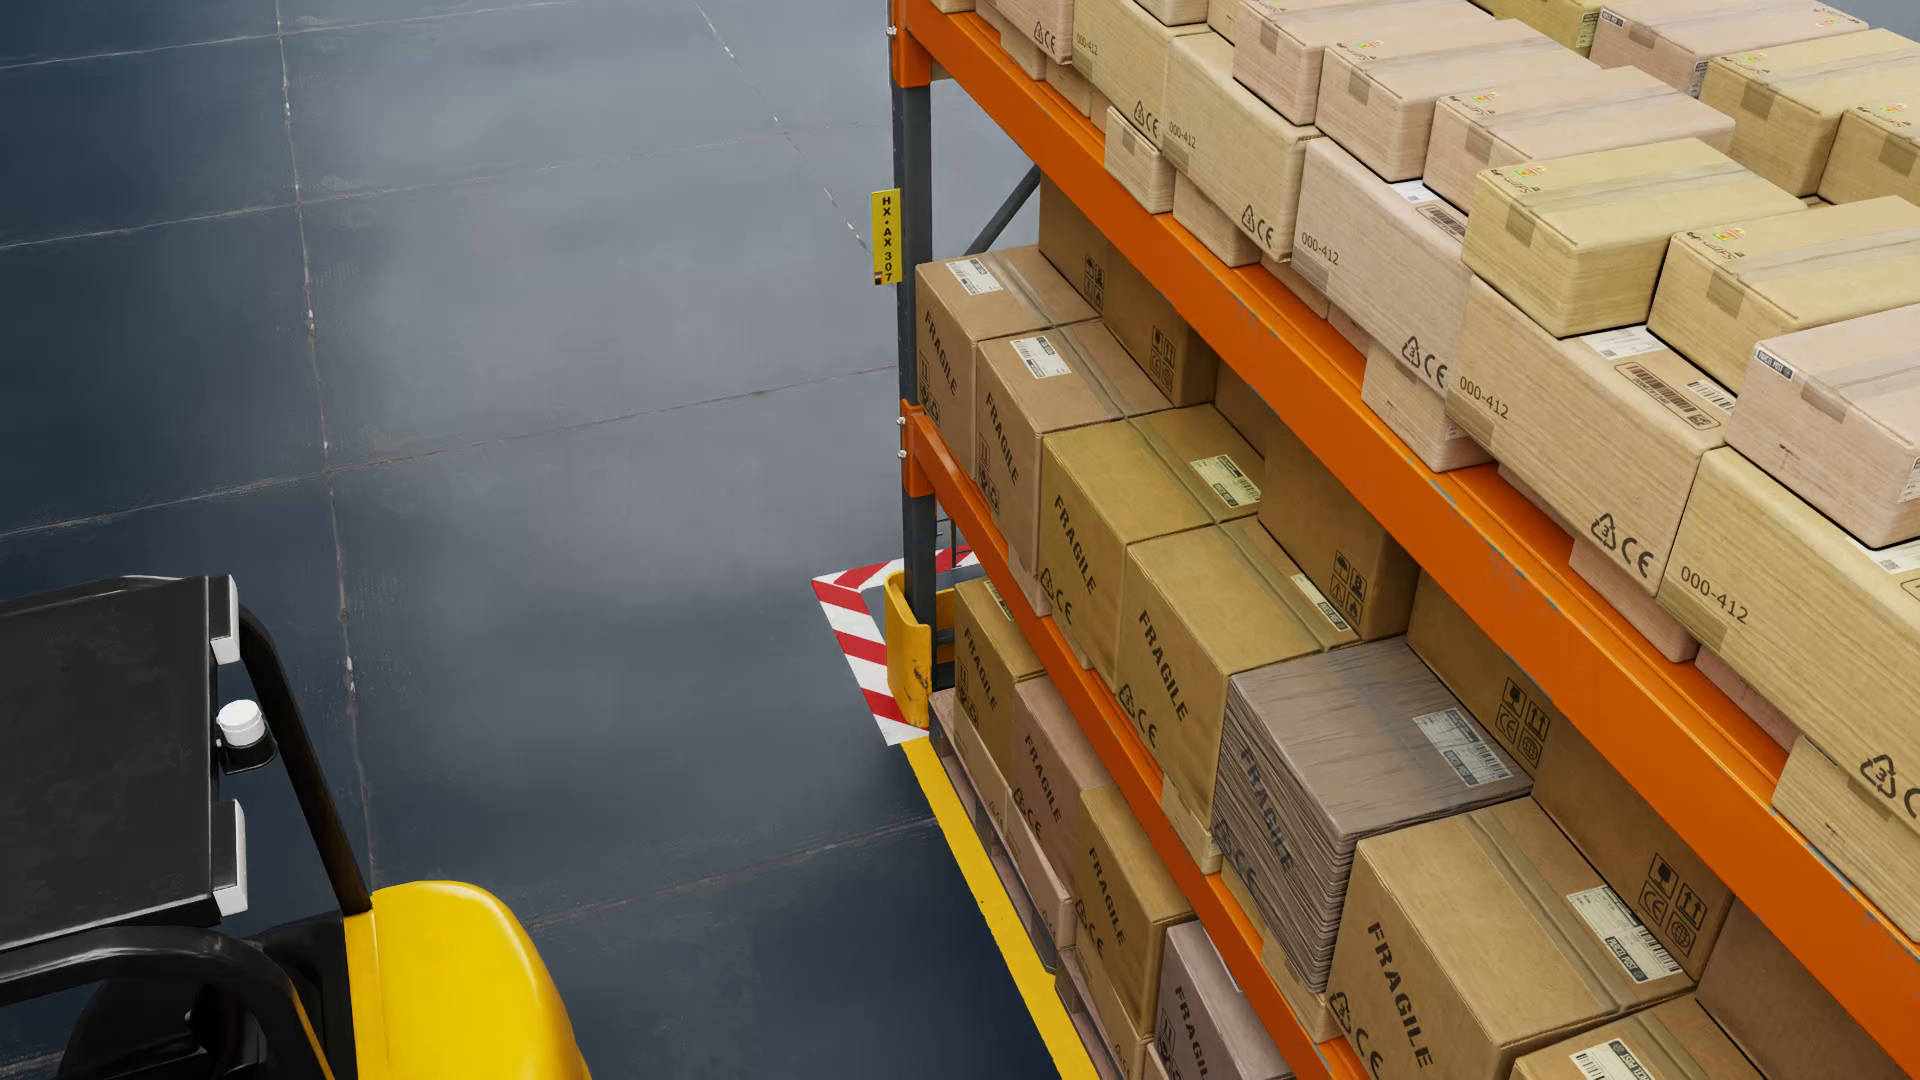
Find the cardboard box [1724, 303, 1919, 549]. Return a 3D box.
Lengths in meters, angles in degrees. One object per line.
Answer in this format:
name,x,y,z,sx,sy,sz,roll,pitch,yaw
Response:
cardboard box,1.180,-0.156,2.017,0.380,0.149,0.250,-13,39,-17

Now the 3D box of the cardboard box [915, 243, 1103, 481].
cardboard box,0.182,-0.568,5.181,0.500,0.500,0.500,-13,39,-17

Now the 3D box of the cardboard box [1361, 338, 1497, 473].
cardboard box,0.920,-0.272,2.833,0.380,0.149,0.250,-11,38,-15

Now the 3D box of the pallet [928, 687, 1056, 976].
pallet,0.552,0.889,5.895,1.003,0.211,1.213,-12,39,-16

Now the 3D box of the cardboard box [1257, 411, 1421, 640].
cardboard box,1.140,-0.184,3.840,0.700,0.500,0.500,-13,39,-16

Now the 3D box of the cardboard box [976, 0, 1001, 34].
cardboard box,0.263,-1.448,4.394,0.380,0.149,0.250,-14,39,-17

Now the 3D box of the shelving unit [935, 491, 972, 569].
shelving unit,0.018,-0.389,6.894,0.215,1.050,0.252,-12,39,-16

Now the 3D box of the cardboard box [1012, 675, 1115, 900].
cardboard box,0.490,0.717,5.117,0.500,0.500,0.500,-14,39,-18

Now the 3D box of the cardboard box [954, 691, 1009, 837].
cardboard box,0.297,0.709,5.752,0.500,0.250,0.500,-13,39,-16

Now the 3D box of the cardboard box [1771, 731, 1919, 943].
cardboard box,1.260,0.312,2.058,0.380,0.149,0.250,-12,39,-16

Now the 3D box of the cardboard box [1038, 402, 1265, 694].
cardboard box,0.540,0.012,4.411,0.500,0.500,0.500,-13,39,-17

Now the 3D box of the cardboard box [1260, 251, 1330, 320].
cardboard box,0.818,-0.581,3.243,0.380,0.149,0.250,-13,39,-16

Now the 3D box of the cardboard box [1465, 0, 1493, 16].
cardboard box,1.239,-0.897,3.332,0.500,0.250,0.500,-12,39,-16

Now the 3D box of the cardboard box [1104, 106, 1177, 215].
cardboard box,0.537,-0.848,3.599,0.380,0.149,0.250,-12,39,-15

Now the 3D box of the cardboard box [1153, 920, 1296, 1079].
cardboard box,0.847,1.303,4.340,0.500,0.500,0.500,-10,38,-14

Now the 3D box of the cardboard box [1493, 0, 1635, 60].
cardboard box,1.241,-0.998,3.134,0.380,0.149,0.250,-12,39,-15

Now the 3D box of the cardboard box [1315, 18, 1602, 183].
cardboard box,0.832,-0.744,2.797,0.380,0.149,0.250,-12,39,-15

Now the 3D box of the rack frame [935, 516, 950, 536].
rack frame,-0.024,-0.458,6.986,0.200,1.050,0.008,-12,39,-16

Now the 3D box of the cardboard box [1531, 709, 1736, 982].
cardboard box,1.553,0.381,3.090,0.700,0.500,0.500,-12,39,-16

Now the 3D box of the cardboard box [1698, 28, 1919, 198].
cardboard box,1.456,-0.712,2.755,0.380,0.149,0.250,-14,39,-17

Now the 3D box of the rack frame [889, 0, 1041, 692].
rack frame,0.279,-0.734,5.732,1.000,3.000,0.127,-12,39,-16

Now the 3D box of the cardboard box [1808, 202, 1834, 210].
cardboard box,1.575,-0.326,2.574,0.500,0.250,0.500,-13,39,-16

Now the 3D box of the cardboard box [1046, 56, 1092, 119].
cardboard box,0.430,-1.156,4.007,0.380,0.149,0.250,-13,39,-16

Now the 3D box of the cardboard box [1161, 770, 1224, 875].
cardboard box,0.724,0.645,4.109,0.380,0.149,0.250,-12,39,-16

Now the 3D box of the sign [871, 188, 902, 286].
sign,-0.230,-0.968,5.322,0.100,0.325,0.005,-12,39,-16

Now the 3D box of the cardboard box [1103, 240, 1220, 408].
cardboard box,0.827,-0.762,4.607,0.700,0.500,0.500,-12,39,-16

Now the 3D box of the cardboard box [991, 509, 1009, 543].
cardboard box,0.317,-0.093,5.089,0.380,0.149,0.250,-14,39,-17

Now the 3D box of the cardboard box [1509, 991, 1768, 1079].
cardboard box,1.269,1.167,2.877,0.500,0.500,0.500,-13,39,-17

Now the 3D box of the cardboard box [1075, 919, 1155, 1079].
cardboard box,0.665,1.305,4.961,0.500,0.250,0.500,-10,38,-13

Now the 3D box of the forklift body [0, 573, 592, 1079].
forklift body,-2.015,1.328,3.699,2.313,2.155,1.214,-12,39,-16

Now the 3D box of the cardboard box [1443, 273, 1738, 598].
cardboard box,1.076,-0.211,2.421,0.500,0.250,0.500,-13,39,-17

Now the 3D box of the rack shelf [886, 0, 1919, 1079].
rack shelf,0.967,-0.515,3.546,1.077,0.370,4.000,-12,39,-16

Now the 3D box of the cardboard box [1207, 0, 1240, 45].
cardboard box,0.704,-1.041,3.192,0.380,0.149,0.250,-12,39,-15

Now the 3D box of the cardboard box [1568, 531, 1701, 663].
cardboard box,1.146,0.012,2.456,0.380,0.149,0.250,-12,39,-15

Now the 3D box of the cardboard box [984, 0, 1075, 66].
cardboard box,0.366,-1.366,3.954,0.500,0.250,0.500,-13,39,-17

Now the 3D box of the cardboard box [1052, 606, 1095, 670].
cardboard box,0.482,0.199,4.701,0.380,0.149,0.250,-11,38,-15

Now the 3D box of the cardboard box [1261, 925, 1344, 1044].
cardboard box,0.906,0.934,3.726,0.380,0.149,0.250,-13,39,-17

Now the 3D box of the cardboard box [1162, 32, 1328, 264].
cardboard box,0.725,-0.785,3.184,0.500,0.250,0.500,-12,39,-15

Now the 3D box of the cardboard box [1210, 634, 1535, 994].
cardboard box,0.903,0.586,3.649,0.500,0.500,0.500,-11,38,-15

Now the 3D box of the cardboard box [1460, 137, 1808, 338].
cardboard box,0.962,-0.441,2.395,0.380,0.149,0.250,-11,38,-15
